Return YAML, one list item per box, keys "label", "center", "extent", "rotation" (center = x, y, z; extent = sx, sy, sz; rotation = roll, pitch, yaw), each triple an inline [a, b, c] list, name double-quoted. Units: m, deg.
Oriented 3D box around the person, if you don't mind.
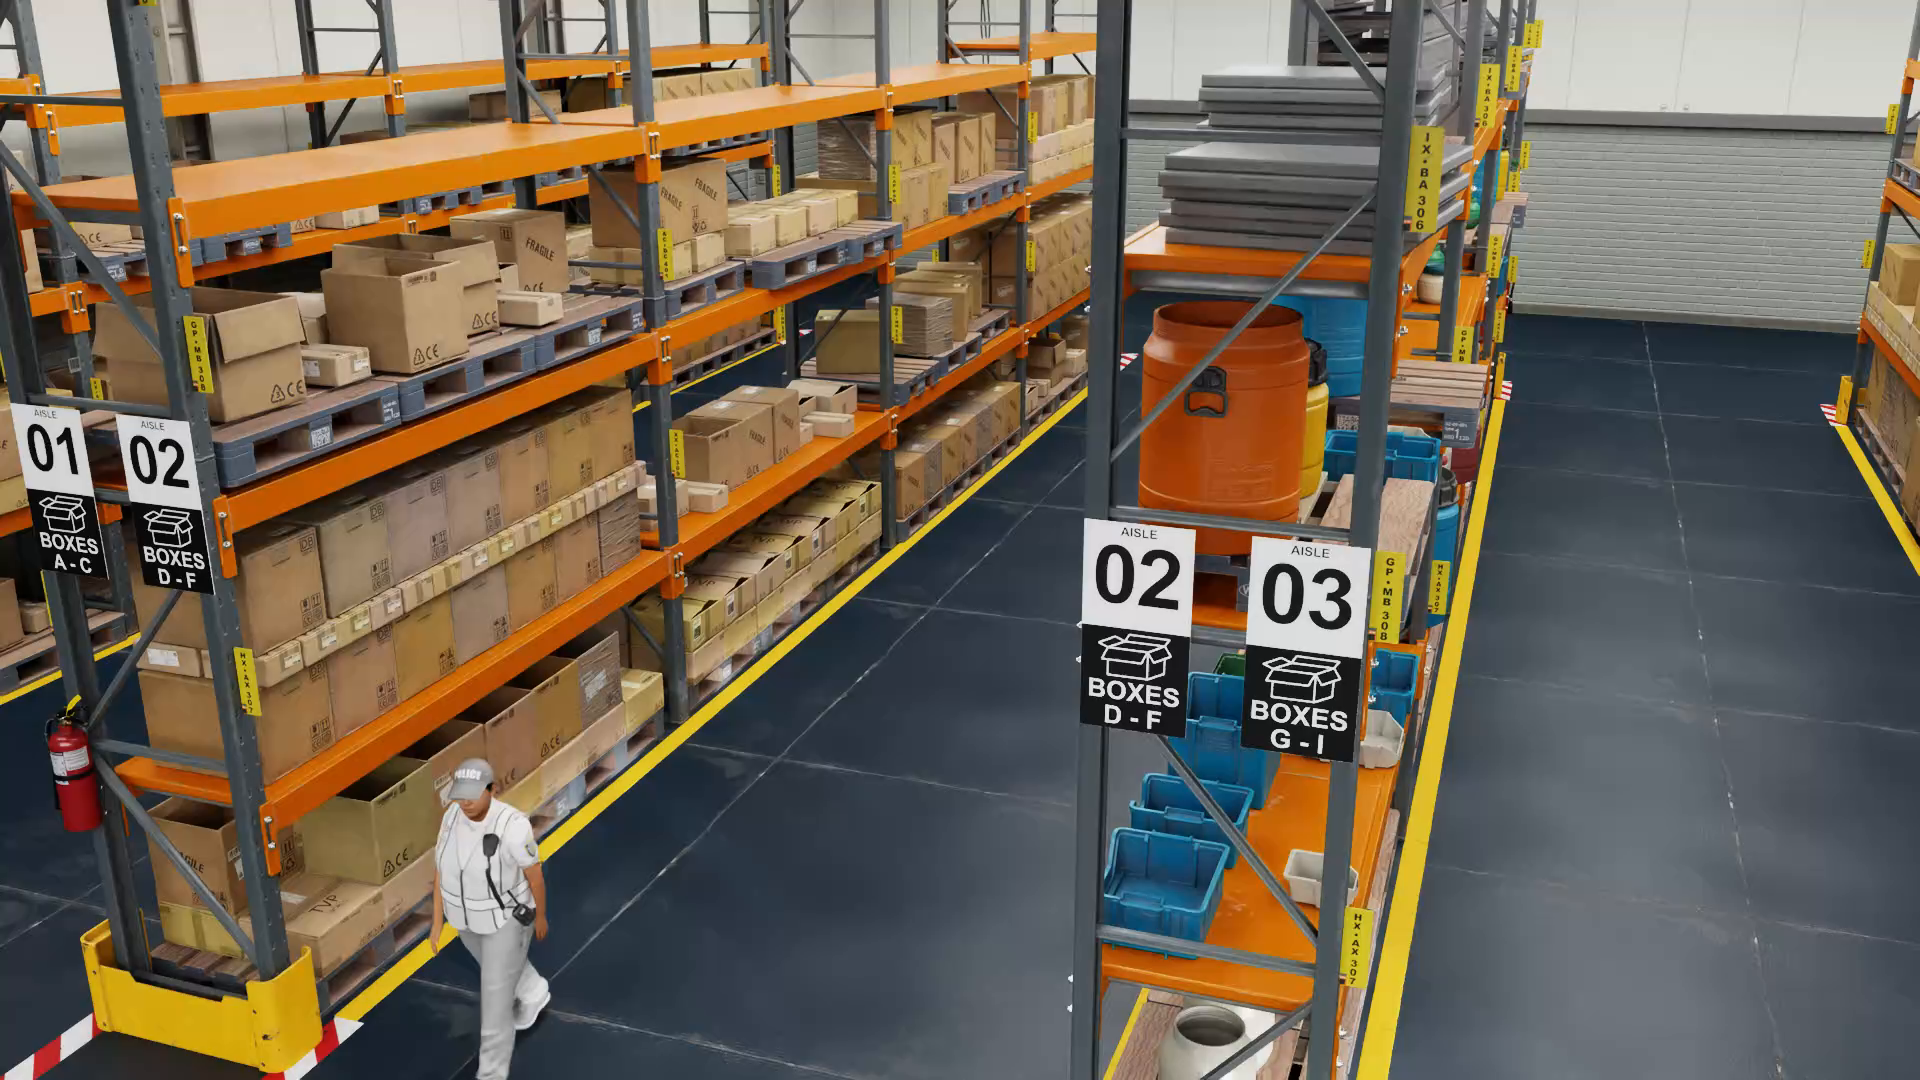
- label: "person"
  center: [-2.219, 1.760, 7.762]
  extent: [0.482, 1.601, 1.001]
  rotation: [7, 20, 21]
